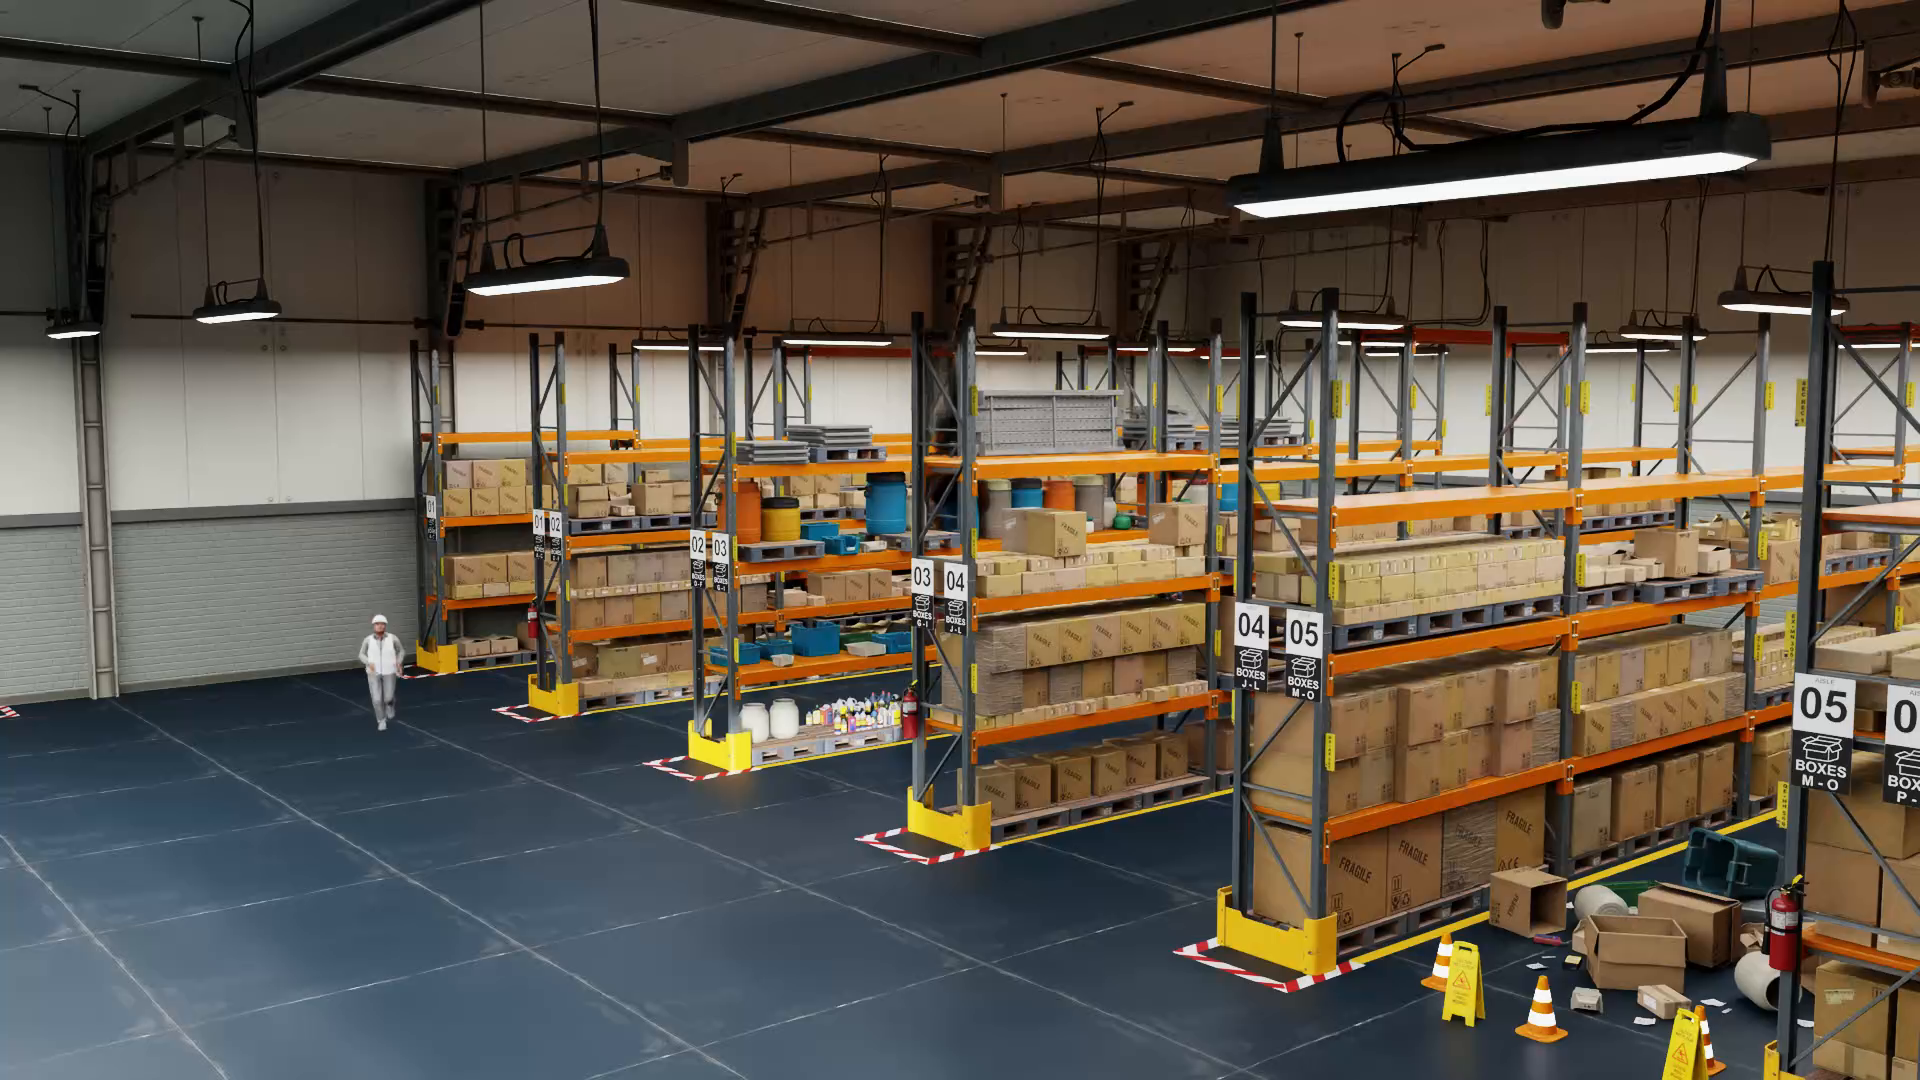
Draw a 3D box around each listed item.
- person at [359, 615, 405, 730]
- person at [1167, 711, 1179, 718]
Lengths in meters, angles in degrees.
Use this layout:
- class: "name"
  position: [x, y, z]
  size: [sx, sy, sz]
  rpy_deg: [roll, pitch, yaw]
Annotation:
- class: "person"
  position: [-8.707, 1.994, 25.052]
  size: [0.659, 1.730, 0.579]
  rpy_deg: [-2, 6, -17]
- class: "person"
  position: [3.020, 1.883, 24.472]
  size: [0.505, 1.590, 0.661]
  rpy_deg: [4, 6, 34]
